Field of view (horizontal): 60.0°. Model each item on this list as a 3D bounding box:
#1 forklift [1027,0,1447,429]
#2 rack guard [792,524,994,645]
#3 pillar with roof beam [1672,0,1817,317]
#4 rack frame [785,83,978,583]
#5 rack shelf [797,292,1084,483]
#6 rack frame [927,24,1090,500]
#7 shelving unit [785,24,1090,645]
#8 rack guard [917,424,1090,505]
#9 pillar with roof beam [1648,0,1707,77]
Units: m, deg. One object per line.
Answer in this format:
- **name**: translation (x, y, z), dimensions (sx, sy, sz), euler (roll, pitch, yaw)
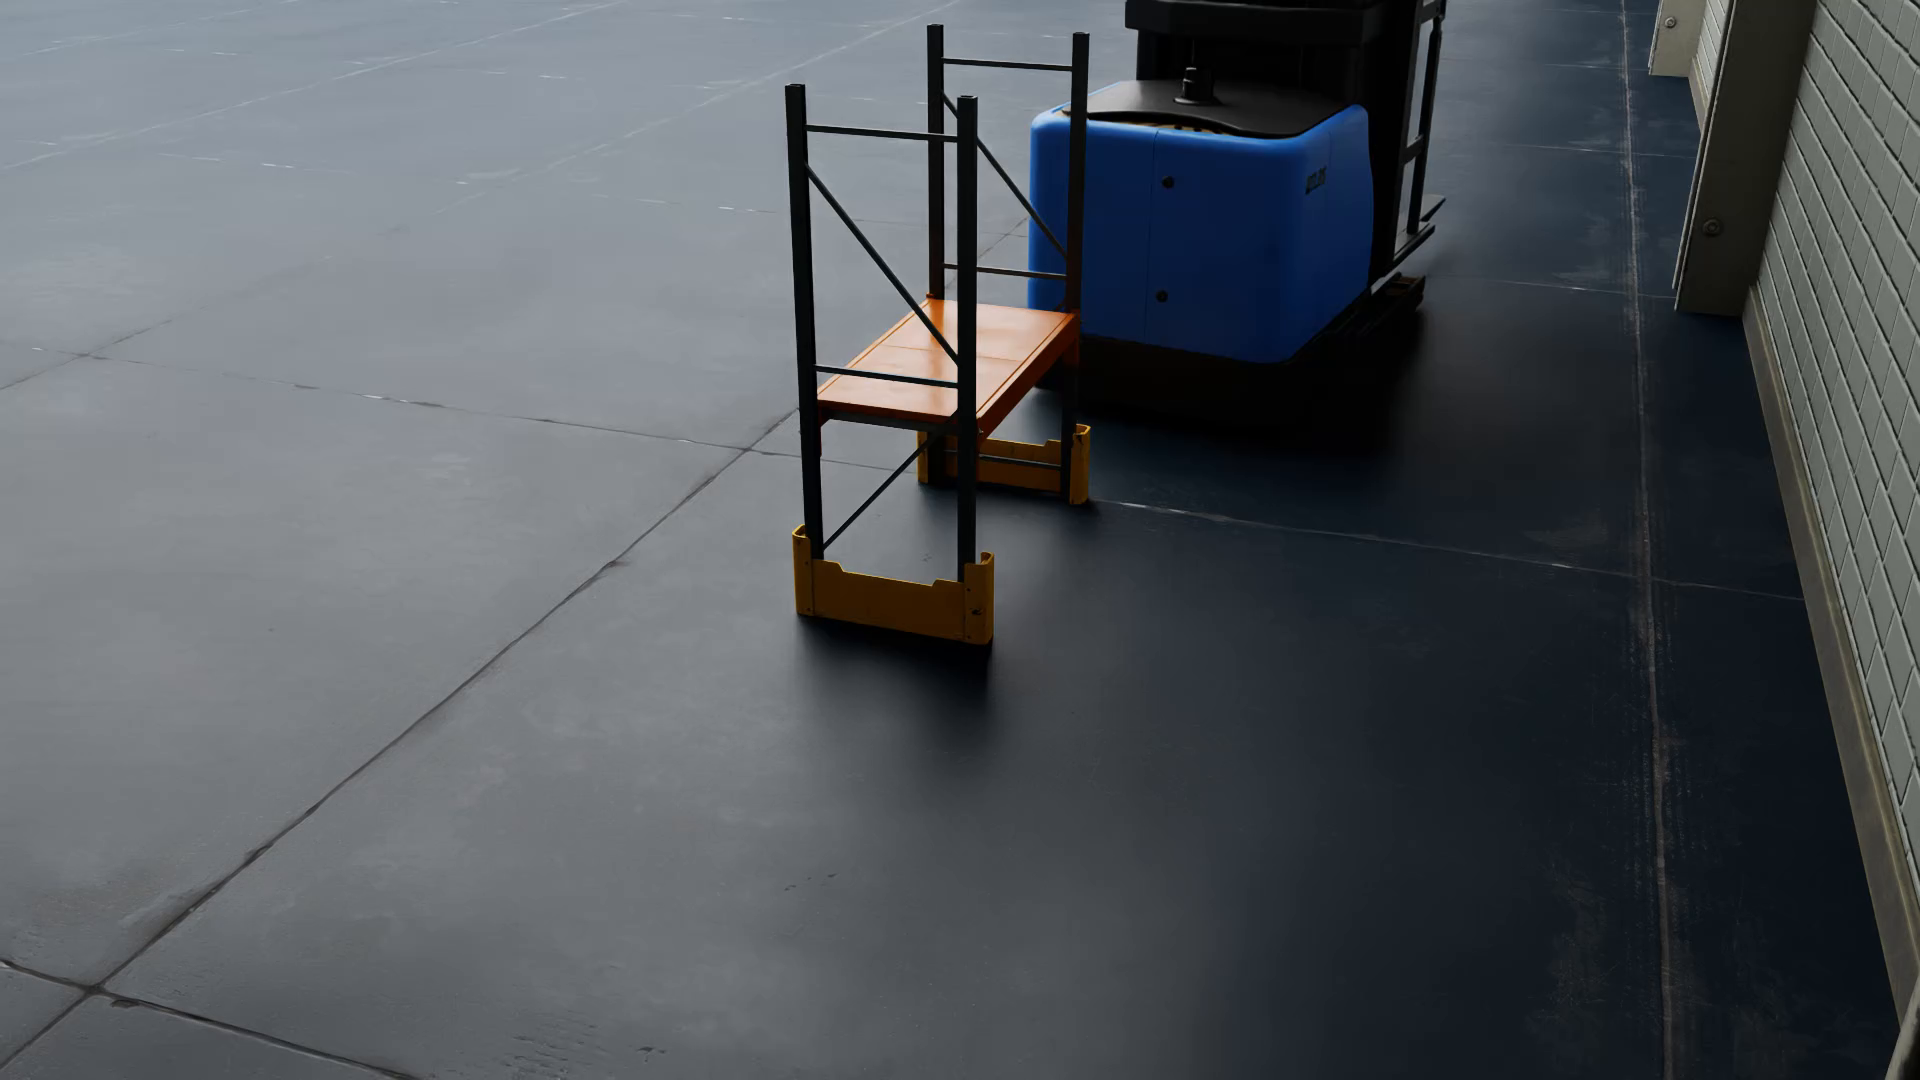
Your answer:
- **forklift**: translation (1.386, -2.319, 6.677), dimensions (1.130, 2.935, 3.031), euler (13, 29, 26)
- **rack guard**: translation (-0.191, 0.123, 4.708), dimensions (0.587, 0.250, 0.087), euler (9, 27, 17)
- **pillar with roof beam**: translation (-0.690, -5.747, 6.794), dimensions (9.100, 9.000, 0.400), euler (9, 27, 17)
- **rack frame**: translation (-0.198, -0.431, 4.419), dimensions (0.500, 1.500, 0.032), euler (9, 27, 17)
- **rack shelf**: translation (-0.028, -0.478, 4.929), dimensions (0.538, 0.185, 1.000), euler (9, 27, 17)
- **rack frame**: translation (0.141, -0.849, 5.282), dimensions (0.500, 1.500, 0.032), euler (9, 27, 17)
- **shelving unit**: translation (-0.025, -0.644, 4.858), dimensions (0.587, 1.500, 1.083), euler (9, 27, 17)
- **rack guard**: translation (0.140, -0.286, 5.554), dimensions (0.587, 0.250, 0.087), euler (9, 27, 17)
- **pillar with roof beam**: translation (1.307, -8.213, 11.887), dimensions (9.100, 9.000, 0.400), euler (9, 27, 17)
